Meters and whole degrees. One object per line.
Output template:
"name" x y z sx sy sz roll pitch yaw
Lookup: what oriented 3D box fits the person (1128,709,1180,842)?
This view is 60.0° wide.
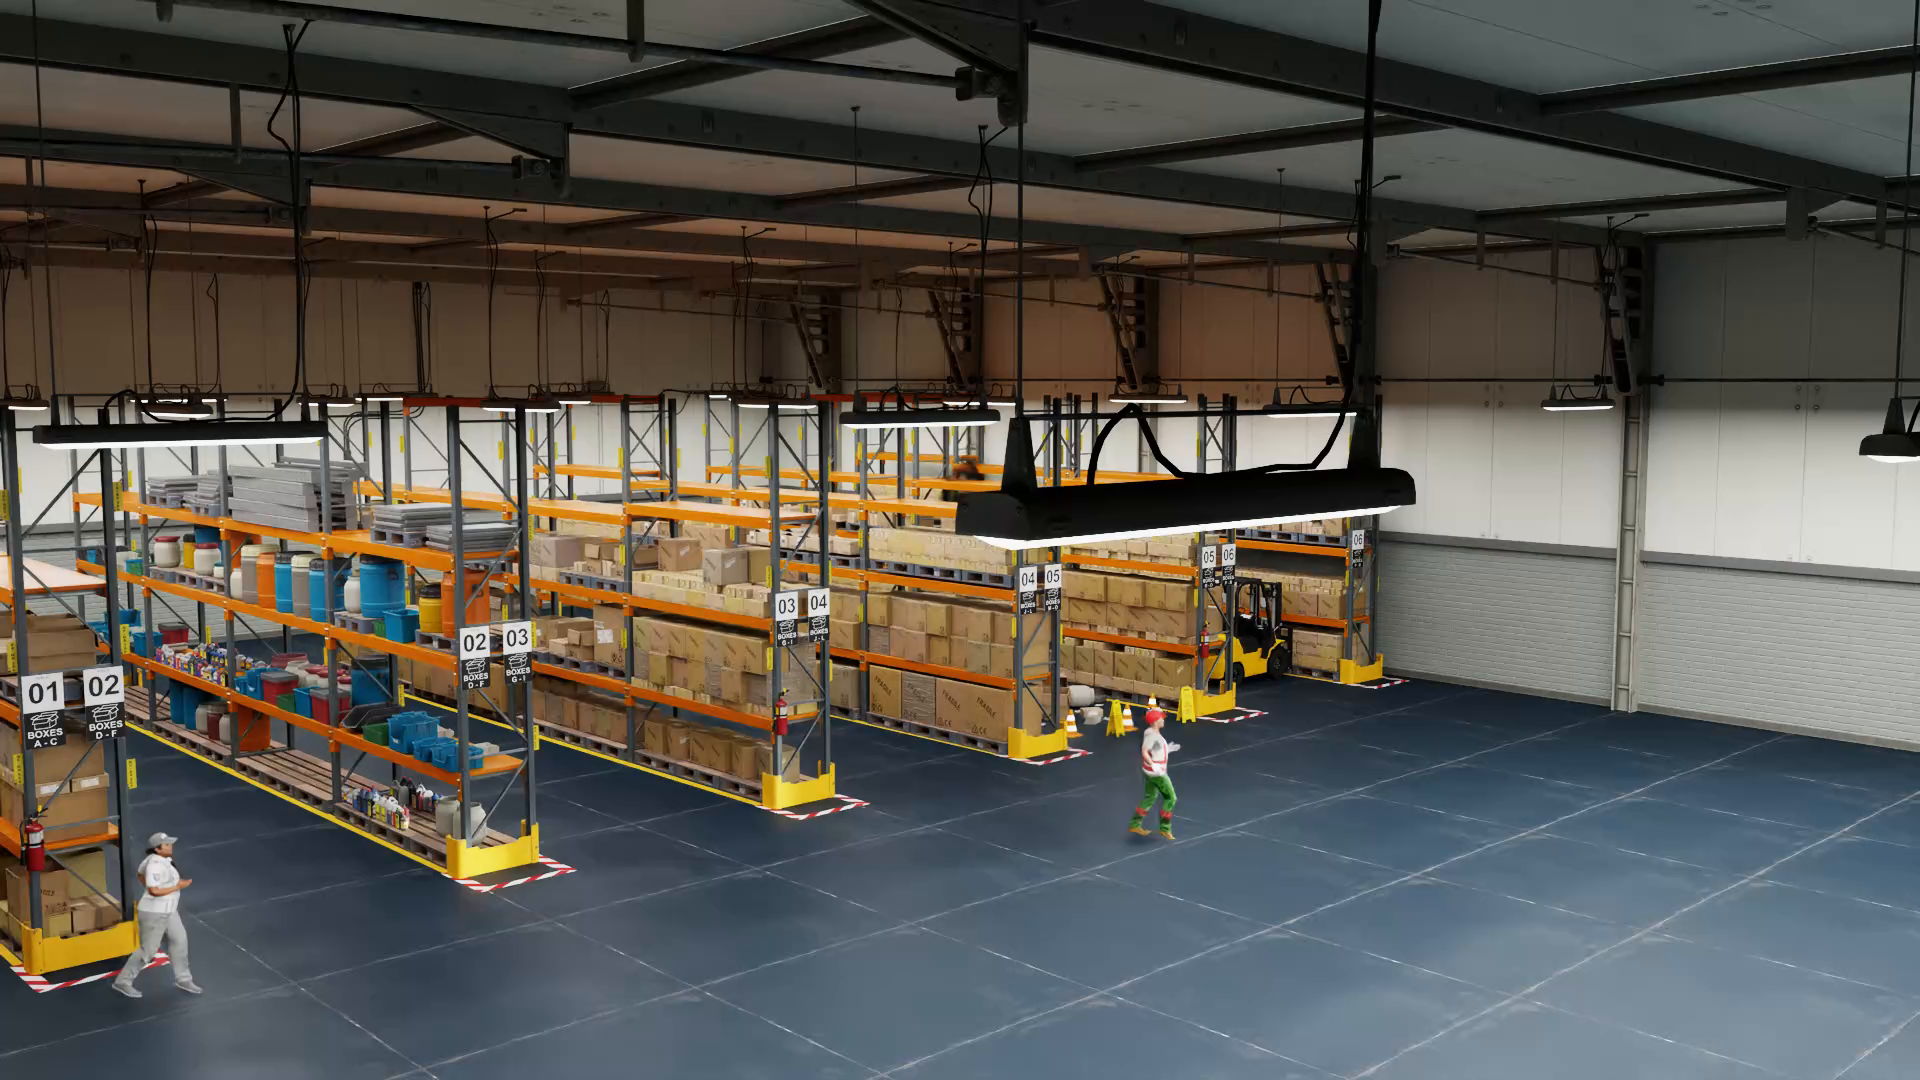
"person" 2.685 3.238 22.835 0.733 1.845 0.633 -1 6 -8

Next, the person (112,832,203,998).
"person" -8.246 3.857 17.062 0.830 1.714 0.606 -1 6 -15
